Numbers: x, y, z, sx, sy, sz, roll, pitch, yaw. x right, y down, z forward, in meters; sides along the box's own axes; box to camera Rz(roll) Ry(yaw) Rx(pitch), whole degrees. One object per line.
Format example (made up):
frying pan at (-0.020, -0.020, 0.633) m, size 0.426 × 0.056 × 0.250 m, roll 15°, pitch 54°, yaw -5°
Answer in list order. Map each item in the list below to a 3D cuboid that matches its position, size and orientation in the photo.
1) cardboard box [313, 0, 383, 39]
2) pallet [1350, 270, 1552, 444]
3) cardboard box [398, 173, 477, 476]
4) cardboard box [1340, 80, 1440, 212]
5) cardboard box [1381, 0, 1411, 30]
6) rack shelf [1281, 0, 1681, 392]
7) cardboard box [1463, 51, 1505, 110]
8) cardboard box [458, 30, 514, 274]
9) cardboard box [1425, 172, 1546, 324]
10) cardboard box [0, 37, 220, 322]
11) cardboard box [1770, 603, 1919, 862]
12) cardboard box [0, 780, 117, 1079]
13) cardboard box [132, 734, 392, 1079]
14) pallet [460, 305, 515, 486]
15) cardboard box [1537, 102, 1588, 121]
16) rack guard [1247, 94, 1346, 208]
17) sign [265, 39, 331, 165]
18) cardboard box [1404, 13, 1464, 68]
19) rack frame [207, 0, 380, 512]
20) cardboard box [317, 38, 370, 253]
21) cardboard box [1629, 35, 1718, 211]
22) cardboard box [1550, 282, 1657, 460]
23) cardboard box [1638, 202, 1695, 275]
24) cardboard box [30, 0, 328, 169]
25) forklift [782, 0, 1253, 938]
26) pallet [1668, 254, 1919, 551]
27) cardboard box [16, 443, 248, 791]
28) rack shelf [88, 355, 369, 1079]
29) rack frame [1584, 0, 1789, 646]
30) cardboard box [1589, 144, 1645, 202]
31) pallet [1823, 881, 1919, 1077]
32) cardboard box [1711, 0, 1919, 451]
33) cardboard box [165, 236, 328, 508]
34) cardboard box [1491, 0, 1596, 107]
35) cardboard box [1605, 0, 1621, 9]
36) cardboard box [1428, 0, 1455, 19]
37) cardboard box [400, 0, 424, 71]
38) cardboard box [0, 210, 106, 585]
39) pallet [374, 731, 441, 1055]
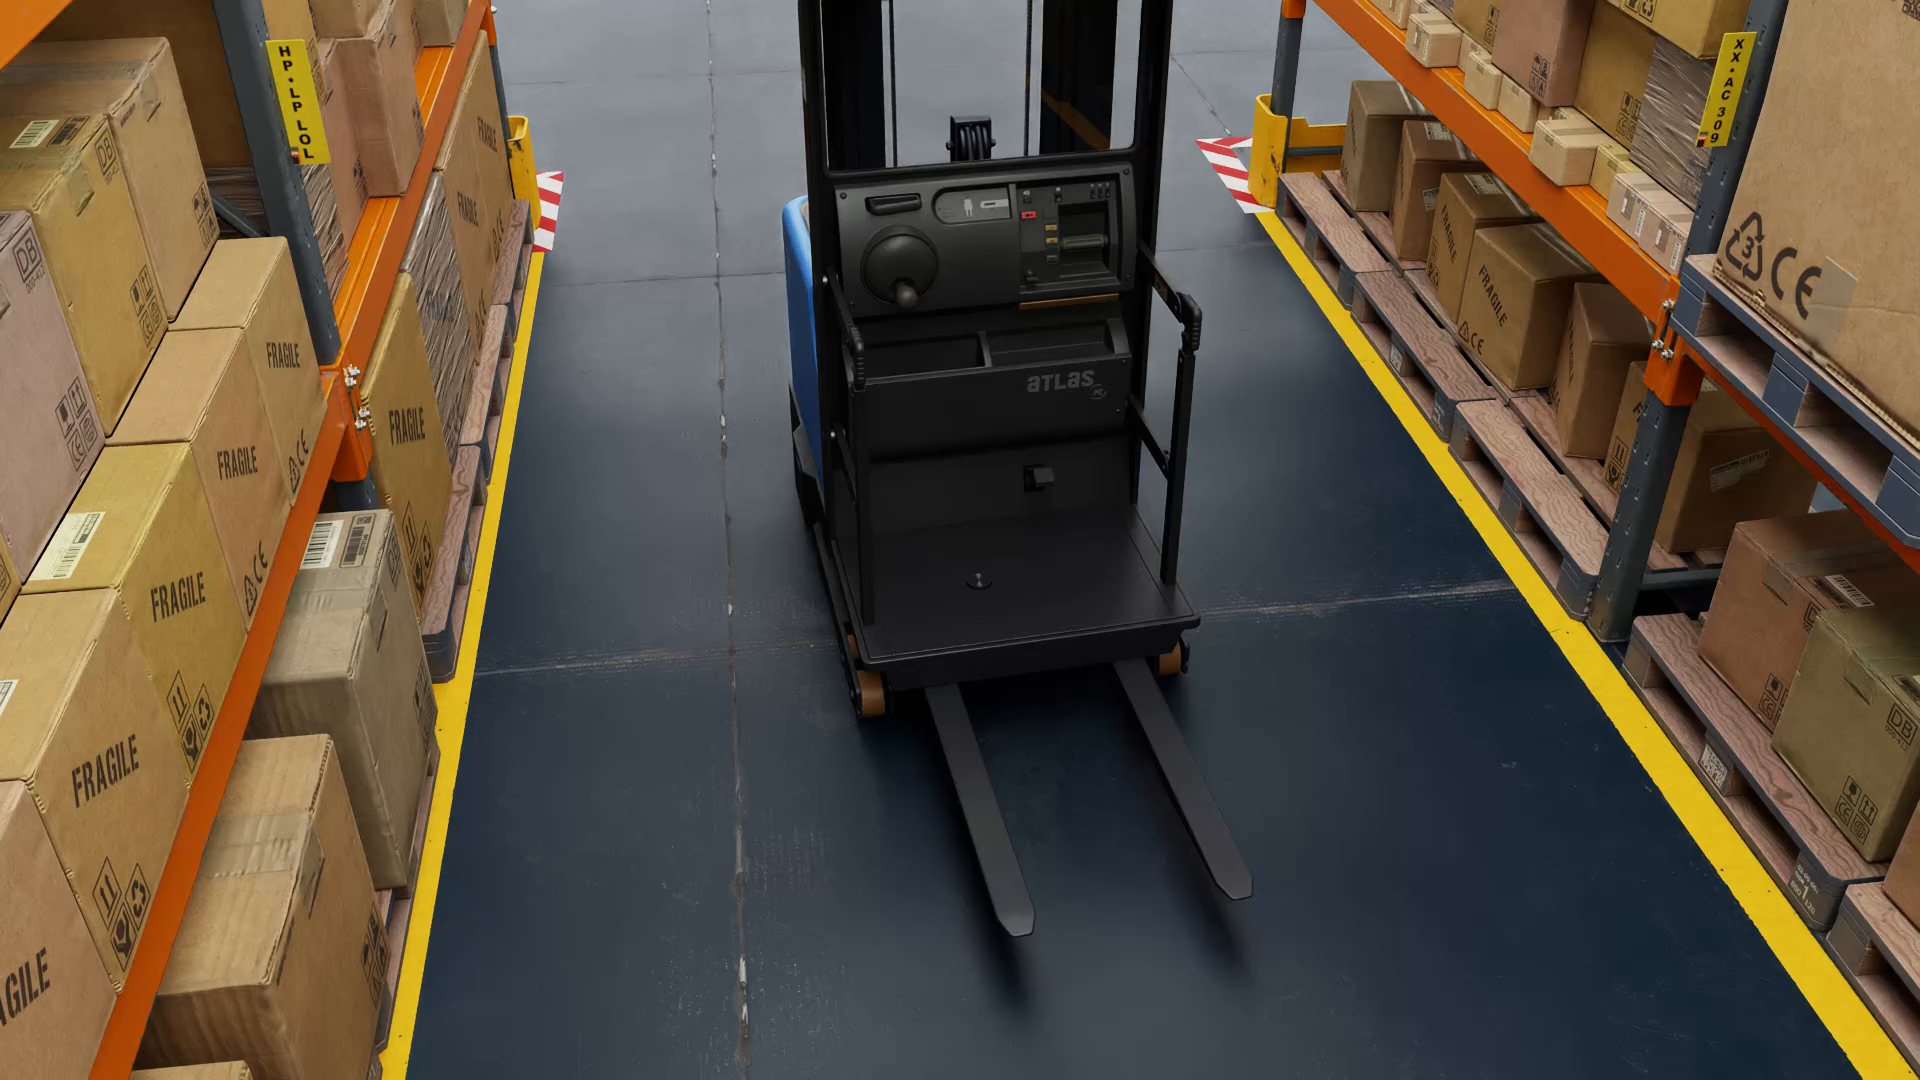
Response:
cardboard box at (-2.380, -1.957, 5.365) m, size 0.875 × 0.550 × 0.550 m, roll -4°, pitch 35°, yaw -6°
pallet at (2.396, -0.851, 7.312) m, size 1.003 × 0.211 × 1.213 m, roll -4°, pitch 35°, yaw -6°
cardboard box at (-2.380, -0.785, 6.251) m, size 0.875 × 0.875 × 0.875 m, roll -4°, pitch 34°, yaw -6°
cardboard box at (2.219, -1.972, 8.327) m, size 0.500 × 0.500 × 0.500 m, roll 2°, pitch 34°, yaw 2°
cardboard box at (2.067, -2.341, 7.244) m, size 0.380 × 0.149 × 0.250 m, roll -4°, pitch 35°, yaw -6°
rack shelf at (2.420, -1.768, 6.820) m, size 1.077 × 0.370 × 4.000 m, roll -4°, pitch 35°, yaw -6°
cardboard box at (2.182, -1.781, 6.423) m, size 0.380 × 0.149 × 0.250 m, roll -4°, pitch 35°, yaw -6°
cardboard box at (-2.621, -1.784, 7.718) m, size 0.875 × 0.875 × 0.875 m, roll -4°, pitch 34°, yaw -6°
cardboard box at (2.398, -1.290, 7.327) m, size 0.500 × 0.500 × 0.500 m, roll -1°, pitch 34°, yaw -2°
cardboard box at (-2.167, -0.808, 3.795) m, size 0.700 × 0.500 × 0.500 m, roll -5°, pitch 35°, yaw -7°
cardboard box at (2.796, 0.514, 4.662) m, size 0.700 × 0.500 × 0.500 m, roll -5°, pitch 35°, yaw -7°
cardboard box at (-1.633, 0.725, 2.434) m, size 0.500 × 0.500 × 0.500 m, roll -4°, pitch 35°, yaw -6°
cardboard box at (-1.941, 1.004, 3.737) m, size 1.050 × 0.750 × 0.750 m, roll -4°, pitch 35°, yaw -6°
pallet at (-2.431, -0.590, 6.929) m, size 1.003 × 0.211 × 1.213 m, roll -4°, pitch 35°, yaw -6°
cardboard box at (2.324, -1.508, 6.022) m, size 0.380 × 0.149 × 0.250 m, roll -4°, pitch 35°, yaw -6°
rack guard at (2.161, -2.106, 8.896) m, size 1.175 × 0.500 × 0.348 m, roll -4°, pitch 35°, yaw -6°
sign at (-1.703, -1.122, 4.275) m, size 0.100 × 0.325 × 0.005 m, roll -4°, pitch 35°, yaw -6°
cardboard box at (2.059, -2.056, 6.827) m, size 0.380 × 0.149 × 0.250 m, roll -4°, pitch 35°, yaw -6°
rack frame at (-2.239, -0.630, 4.511) m, size 1.000 × 3.000 × 0.127 m, roll -4°, pitch 35°, yaw -6°
cardboard box at (-2.397, -1.202, 5.217) m, size 0.875 × 0.550 × 0.550 m, roll -4°, pitch 35°, yaw -6°
cardboard box at (2.690, -1.369, 5.243) m, size 0.875 × 0.500 × 0.500 m, roll -4°, pitch 35°, yaw -6°
cardboard box at (2.590, -0.635, 6.365) m, size 0.500 × 0.500 × 0.500 m, roll 6°, pitch 35°, yaw 9°
cardboard box at (2.369, -0.943, 5.193) m, size 0.380 × 0.149 × 0.250 m, roll -4°, pitch 35°, yaw -6°
cardboard box at (-2.255, -1.347, 4.470) m, size 0.875 × 0.550 × 0.550 m, roll -4°, pitch 35°, yaw -6°
forklift at (0.135, -0.865, 4.917) m, size 1.130 × 2.935 × 3.031 m, roll -7°, pitch 35°, yaw -10°
pallet at (2.648, -0.432, 4.391) m, size 1.003 × 0.211 × 1.213 m, roll -4°, pitch 35°, yaw -6°
cardboard box at (-1.768, 0.164, 3.258) m, size 0.500 × 0.500 × 0.500 m, roll -4°, pitch 34°, yaw -6°
rack shelf at (-1.970, 0.783, 3.076) m, size 1.077 × 0.370 × 4.000 m, roll -4°, pitch 35°, yaw -6°
rack frame at (2.689, -0.949, 4.979) m, size 1.000 × 3.000 × 0.127 m, roll -4°, pitch 35°, yaw -6°
cardboard box at (2.371, -1.227, 5.611) m, size 0.380 × 0.149 × 0.250 m, roll -4°, pitch 35°, yaw -6°
pallet at (2.963, 1.320, 4.126) m, size 1.003 × 0.211 × 1.213 m, roll -4°, pitch 35°, yaw -6°
cardboard box at (2.657, -0.917, 4.026) m, size 1.000 × 1.000 × 1.000 m, roll -4°, pitch 34°, yaw -6°
cardboard box at (-1.904, -0.400, 4.085) m, size 0.500 × 0.500 × 0.500 m, roll -5°, pitch 35°, yaw -7°
cardboard box at (2.491, -1.922, 6.054) m, size 0.875 × 0.500 × 0.500 m, roll -4°, pitch 35°, yaw -6°
cardboard box at (2.287, -2.036, 5.333) m, size 0.500 × 0.500 × 0.500 m, roll -4°, pitch 35°, yaw -6°
cardboard box at (2.409, -2.484, 6.879) m, size 0.875 × 0.500 × 0.500 m, roll -4°, pitch 35°, yaw -6°
cardboard box at (-2.636, -2.093, 6.525) m, size 0.875 × 0.550 × 0.550 m, roll -4°, pitch 35°, yaw -6°
cardboard box at (-2.028, -0.239, 2.960) m, size 0.700 × 0.500 × 0.500 m, roll -4°, pitch 34°, yaw -6°
pallet at (-2.061, 0.947, 4.673) m, size 1.003 × 0.211 × 1.213 m, roll -4°, pitch 35°, yaw -6°
